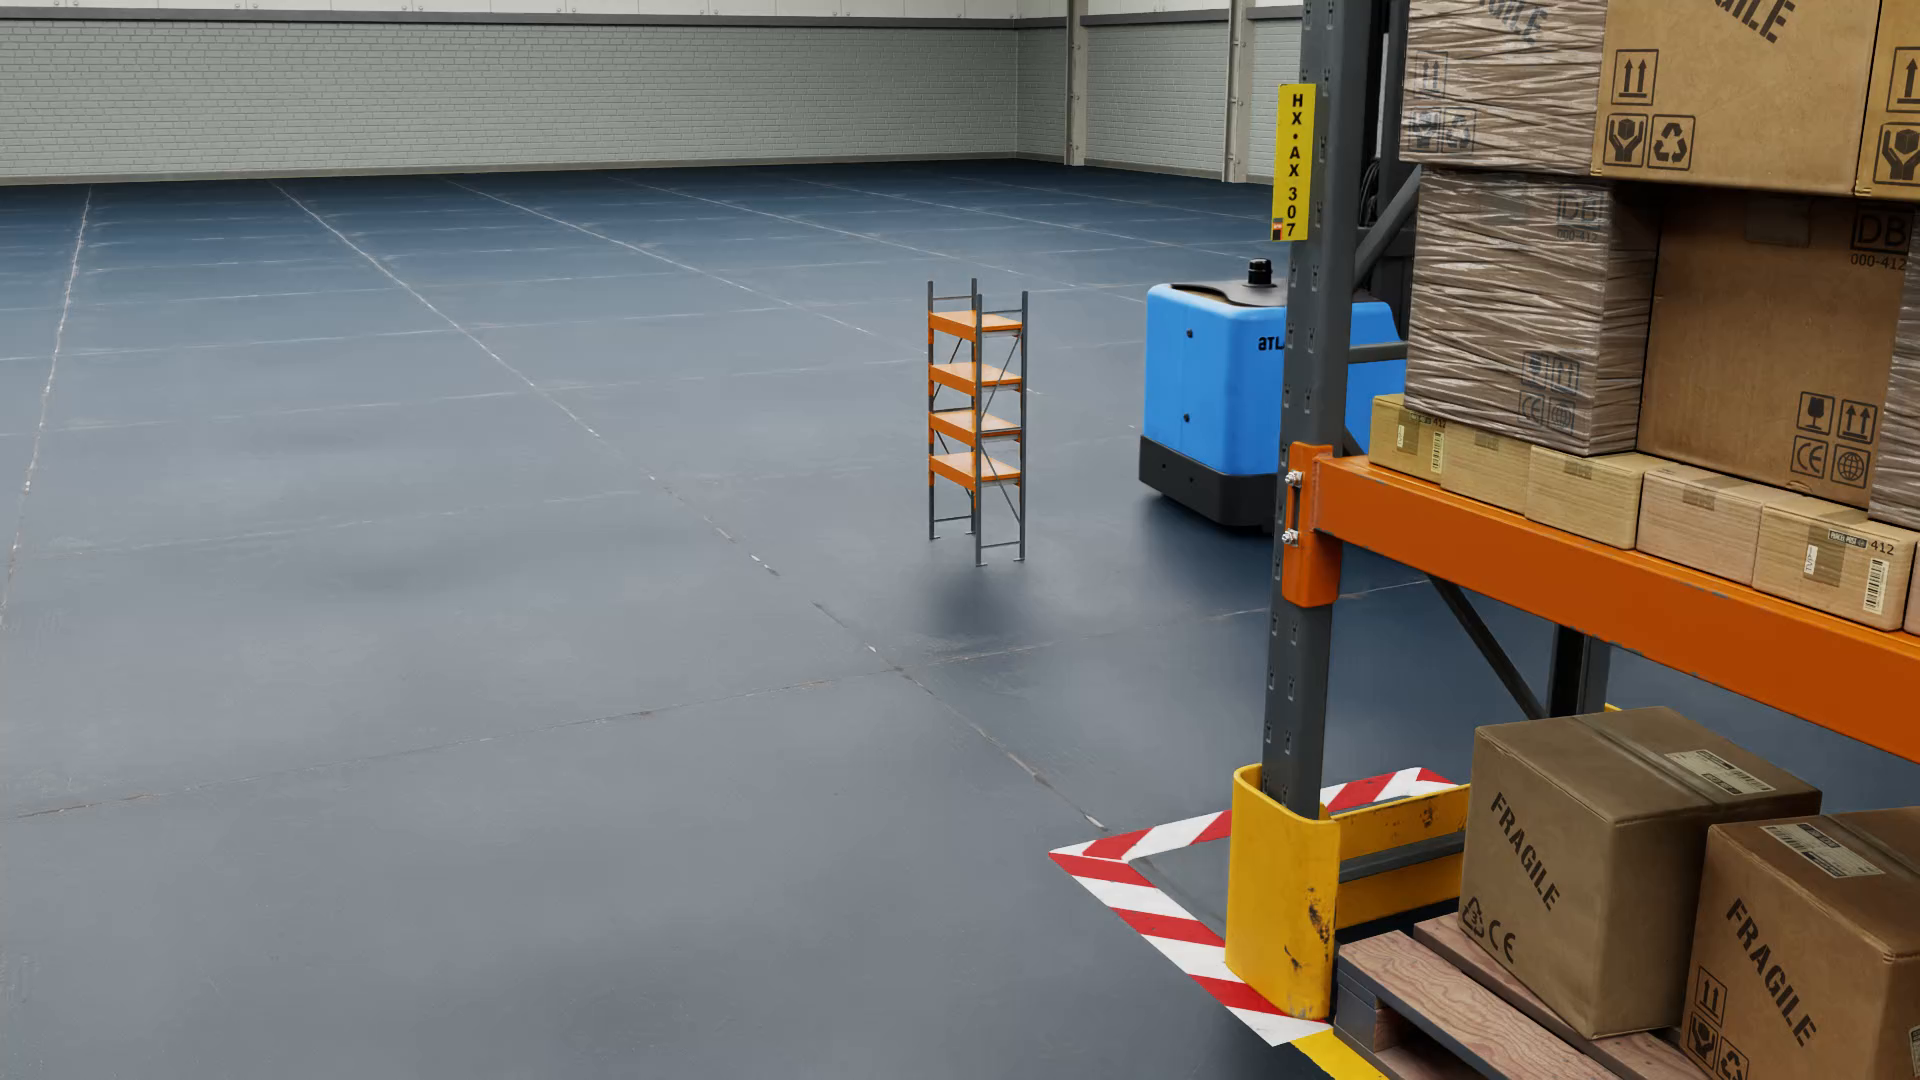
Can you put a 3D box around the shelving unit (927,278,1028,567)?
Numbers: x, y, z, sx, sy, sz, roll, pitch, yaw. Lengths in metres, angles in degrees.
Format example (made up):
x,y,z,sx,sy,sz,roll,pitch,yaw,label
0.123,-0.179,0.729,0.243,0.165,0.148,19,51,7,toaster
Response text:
x,y,z,sx,sy,sz,roll,pitch,yaw,label
0.073,-0.536,7.442,0.258,1.200,0.503,-8,18,-25,shelving unit

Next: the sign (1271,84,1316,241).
x,y,z,sx,sy,sz,roll,pitch,yaw,label
0.712,-0.802,3.539,0.100,0.325,0.005,-8,18,-25,sign

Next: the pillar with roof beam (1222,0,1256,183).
x,y,z,sx,sy,sz,roll,pitch,yaw,label
1.258,-10.493,28.001,9.100,9.000,0.400,-8,18,-25,pillar with roof beam

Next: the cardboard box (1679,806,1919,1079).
x,y,z,sx,sy,sz,roll,pitch,yaw,label
1.751,0.849,3.126,0.500,0.500,0.500,-3,16,-10,cardboard box

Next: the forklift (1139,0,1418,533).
x,y,z,sx,sy,sz,roll,pitch,yaw,label
2.496,-1.666,8.242,3.031,2.935,1.130,-5,17,-18,forklift

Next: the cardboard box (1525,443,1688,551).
x,y,z,sx,sy,sz,roll,pitch,yaw,label
1.299,-0.104,3.129,0.380,0.149,0.250,-8,18,-25,cardboard box

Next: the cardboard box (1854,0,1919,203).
x,y,z,sx,sy,sz,roll,pitch,yaw,label
1.629,-0.706,2.238,0.500,0.500,0.500,-8,18,-25,cardboard box

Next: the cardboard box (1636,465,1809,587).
x,y,z,sx,sy,sz,roll,pitch,yaw,label
1.427,-0.044,2.922,0.380,0.149,0.250,-8,18,-25,cardboard box

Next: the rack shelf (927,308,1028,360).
x,y,z,sx,sy,sz,roll,pitch,yaw,label
0.073,-0.913,7.334,0.258,0.148,0.480,-8,18,-25,rack shelf

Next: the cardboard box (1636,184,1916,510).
x,y,z,sx,sy,sz,roll,pitch,yaw,label
1.743,-0.394,2.964,0.875,0.500,0.500,-8,18,-25,cardboard box

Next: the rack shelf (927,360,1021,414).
x,y,z,sx,sy,sz,roll,pitch,yaw,label
0.073,-0.686,7.399,0.258,0.148,0.480,-8,18,-25,rack shelf

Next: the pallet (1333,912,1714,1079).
x,y,z,sx,sy,sz,roll,pitch,yaw,label
1.557,1.113,3.490,1.003,0.211,1.213,-8,18,-25,pallet

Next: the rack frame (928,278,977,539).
x,y,z,sx,sy,sz,roll,pitch,yaw,label
-0.034,-0.596,7.653,0.240,1.200,0.015,-8,18,-25,rack frame

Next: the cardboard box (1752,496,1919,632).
x,y,z,sx,sy,sz,roll,pitch,yaw,label
1.530,0.019,2.703,0.380,0.149,0.250,-8,18,-25,cardboard box

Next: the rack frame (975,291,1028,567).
x,y,z,sx,sy,sz,roll,pitch,yaw,label
0.179,-0.475,7.231,0.240,1.200,0.015,-8,18,-25,rack frame

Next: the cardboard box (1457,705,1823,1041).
x,y,z,sx,sy,sz,roll,pitch,yaw,label
1.458,0.705,3.628,0.500,0.500,0.500,-4,17,-15,cardboard box

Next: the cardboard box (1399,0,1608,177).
x,y,z,sx,sy,sz,roll,pitch,yaw,label
1.196,-0.954,3.105,0.500,0.500,0.500,-8,18,-25,cardboard box

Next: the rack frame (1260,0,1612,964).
x,y,z,sx,sy,sz,roll,pitch,yaw,label
1.200,-0.452,3.888,1.000,3.000,0.127,-8,18,-25,rack frame

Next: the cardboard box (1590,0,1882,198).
x,y,z,sx,sy,sz,roll,pitch,yaw,label
1.409,-0.829,2.670,0.500,0.500,0.500,-8,18,-25,cardboard box

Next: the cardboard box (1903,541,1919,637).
x,y,z,sx,sy,sz,roll,pitch,yaw,label
1.664,0.077,2.498,0.380,0.149,0.250,-8,18,-25,cardboard box

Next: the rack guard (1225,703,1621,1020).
x,y,z,sx,sy,sz,roll,pitch,yaw,label
1.233,0.768,4.167,1.175,0.500,0.348,-8,18,-25,rack guard

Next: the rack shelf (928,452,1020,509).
x,y,z,sx,sy,sz,roll,pitch,yaw,label
0.073,-0.280,7.515,0.258,0.148,0.480,-8,18,-25,rack shelf

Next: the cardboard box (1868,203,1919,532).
x,y,z,sx,sy,sz,roll,pitch,yaw,label
1.923,-0.265,2.514,0.875,0.500,0.500,-8,18,-25,cardboard box

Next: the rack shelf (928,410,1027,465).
x,y,z,sx,sy,sz,roll,pitch,yaw,label
0.073,-0.471,7.461,0.258,0.148,0.480,-8,18,-25,rack shelf

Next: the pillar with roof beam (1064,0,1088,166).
x,y,z,sx,sy,sz,roll,pitch,yaw,label
-1.370,-11.981,33.186,9.100,9.000,0.400,-8,18,-25,pillar with roof beam

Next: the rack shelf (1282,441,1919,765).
x,y,z,sx,sy,sz,roll,pitch,yaw,label
2.076,0.390,2.259,1.077,0.370,4.000,-8,18,-25,rack shelf

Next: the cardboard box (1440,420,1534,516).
x,y,z,sx,sy,sz,roll,pitch,yaw,label
1.203,-0.167,3.351,0.380,0.149,0.250,-8,18,-25,cardboard box

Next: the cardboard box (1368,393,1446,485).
x,y,z,sx,sy,sz,roll,pitch,yaw,label
1.110,-0.232,3.576,0.380,0.149,0.250,-8,18,-25,cardboard box

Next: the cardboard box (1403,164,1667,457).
x,y,z,sx,sy,sz,roll,pitch,yaw,label
1.416,-0.503,3.346,0.875,0.500,0.500,-8,18,-25,cardboard box
